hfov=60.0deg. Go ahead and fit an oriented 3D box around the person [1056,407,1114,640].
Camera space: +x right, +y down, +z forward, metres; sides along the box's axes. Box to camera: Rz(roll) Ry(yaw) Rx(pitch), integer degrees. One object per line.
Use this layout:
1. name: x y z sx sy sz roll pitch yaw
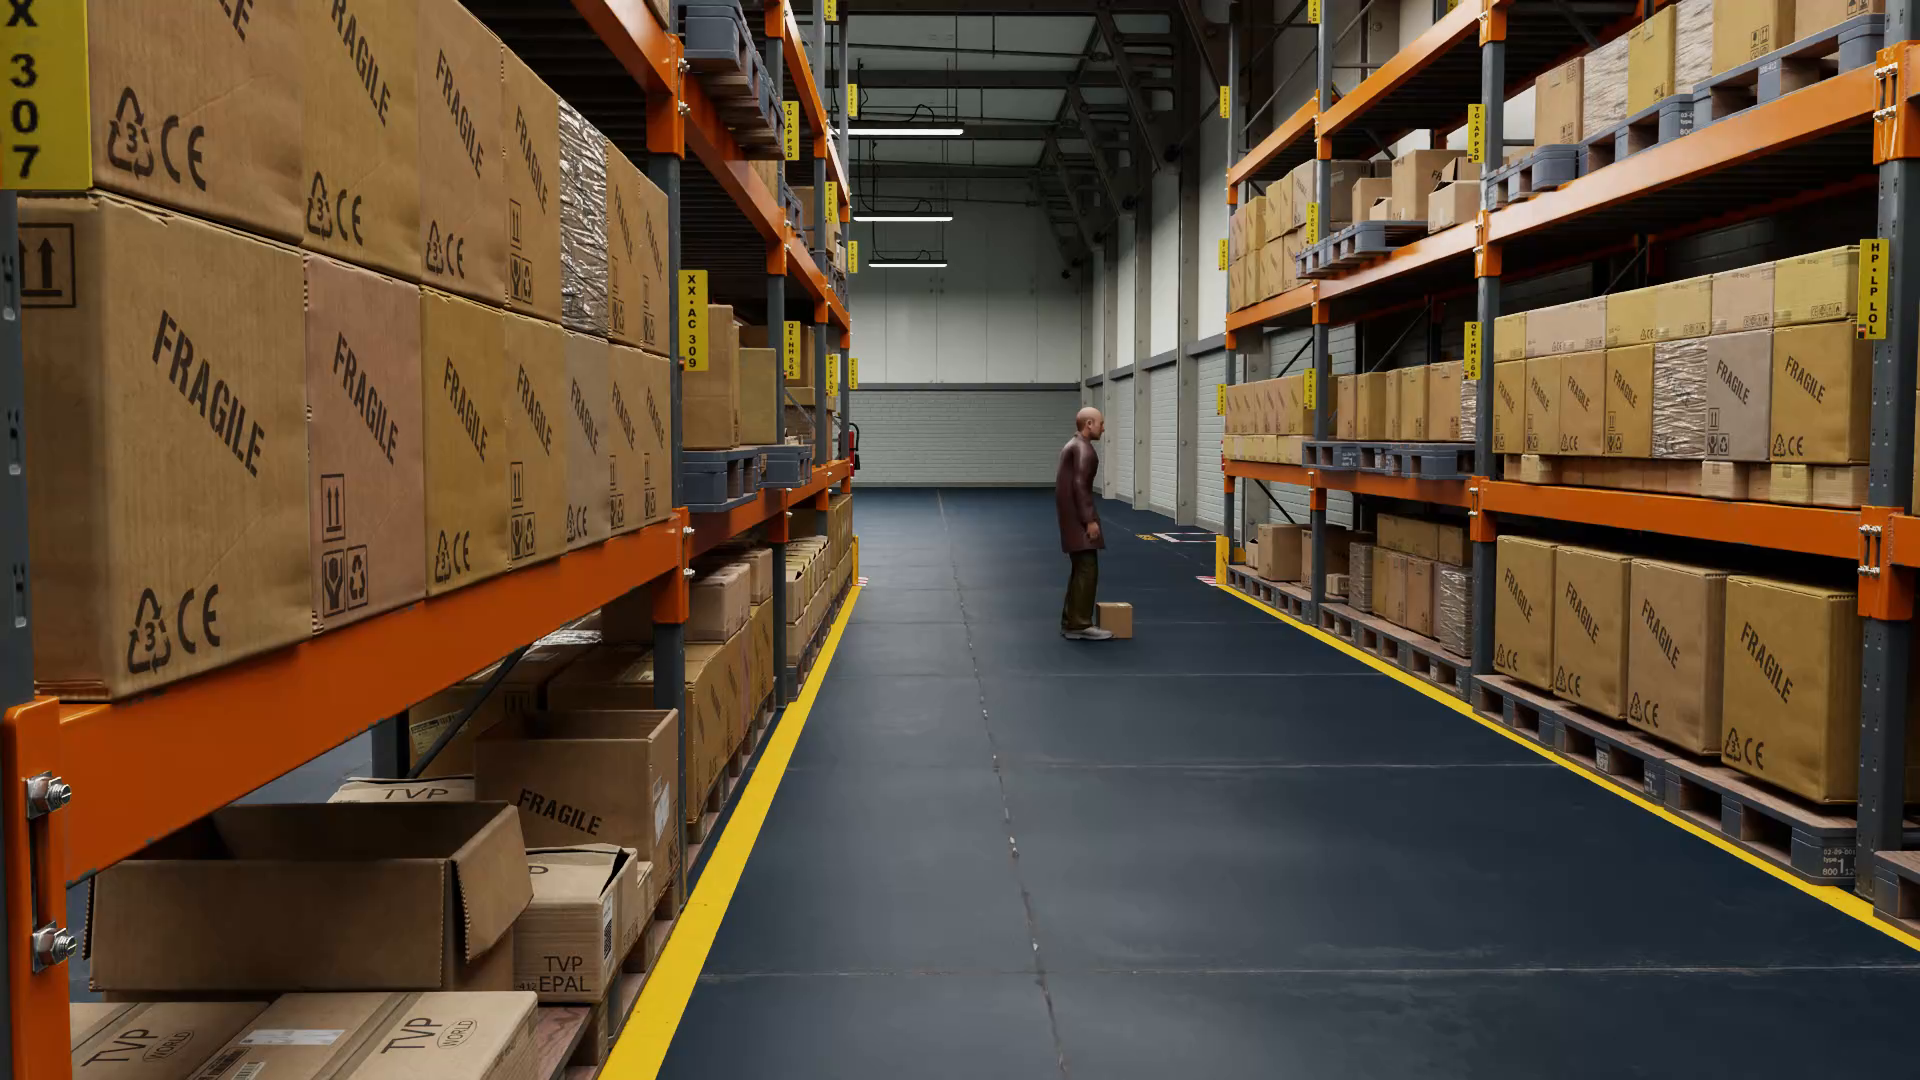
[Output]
1. person: 0.952 -0.136 12.839 0.422 1.774 0.642 0 4 -1
